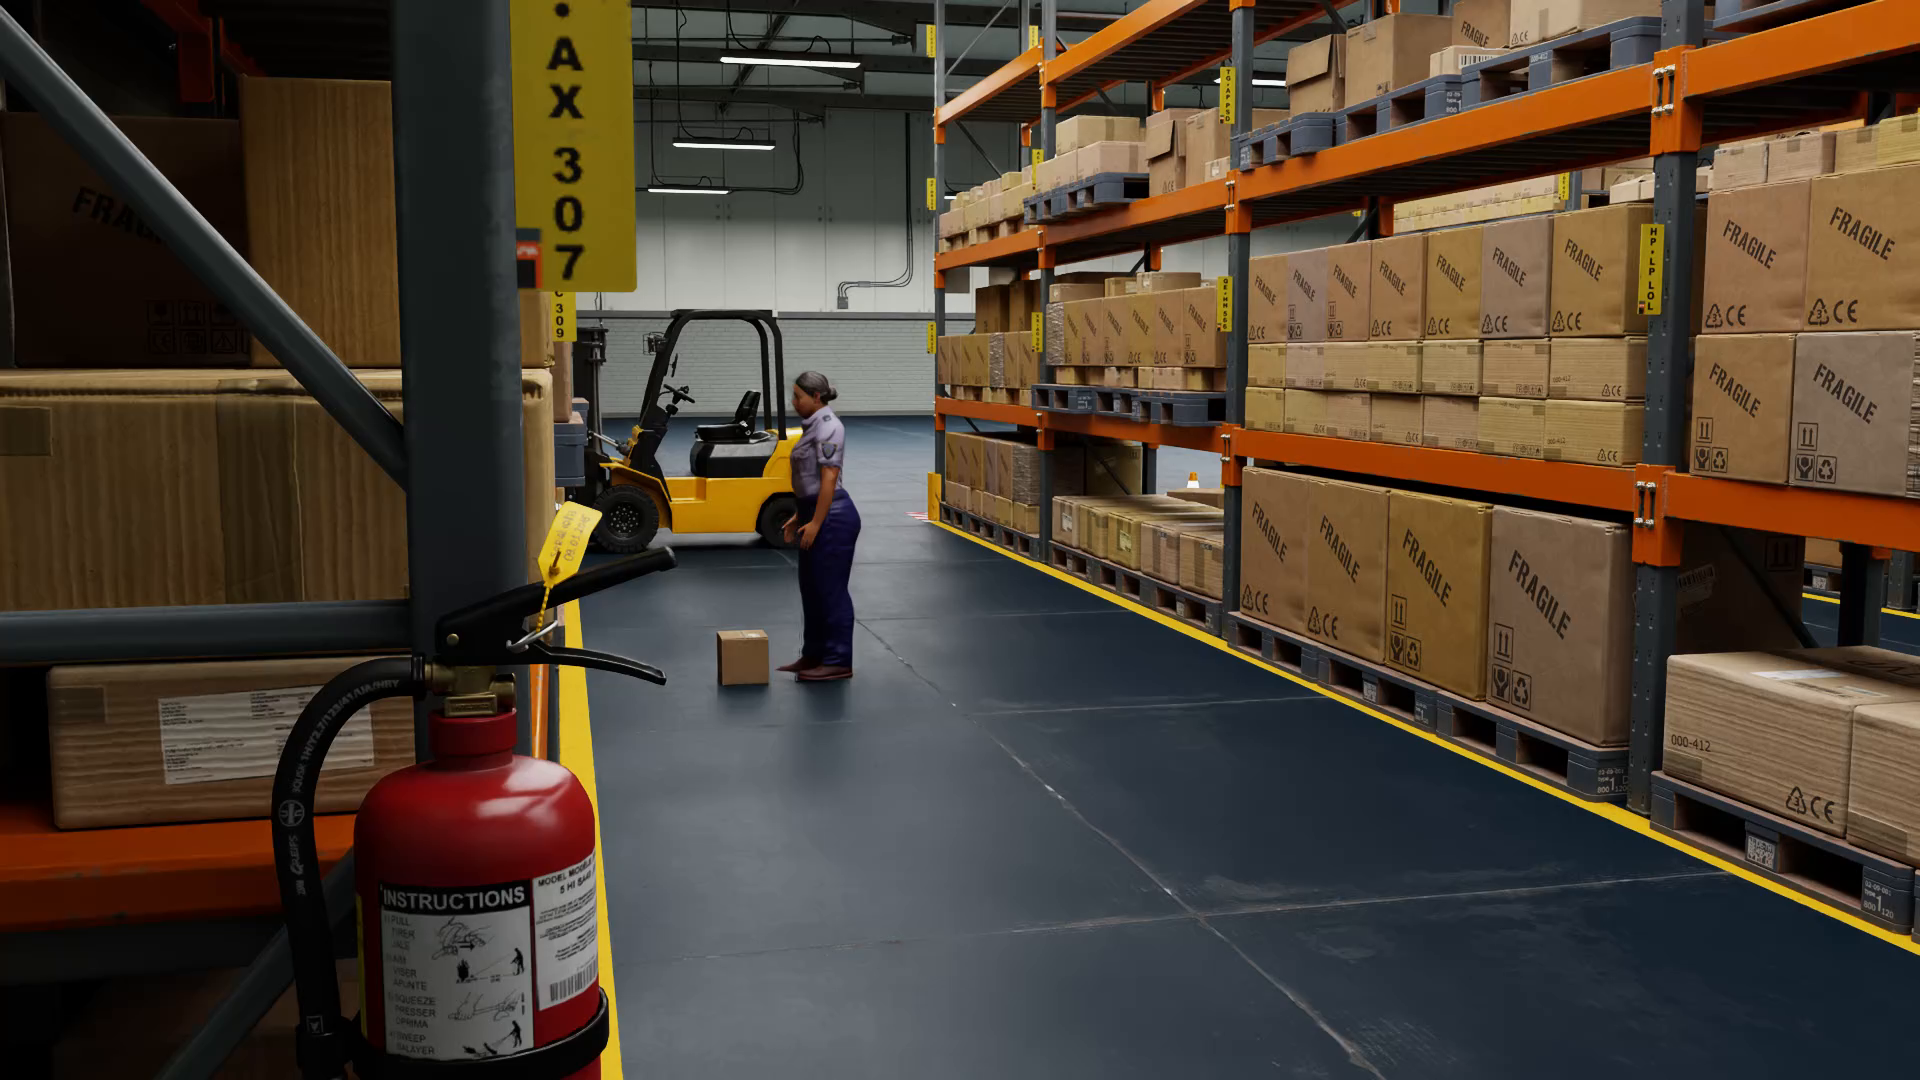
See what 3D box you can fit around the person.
[{"bbox_3d":[-0.759,-0.072,8.971,0.411,1.676,0.527,-2,6,-14],"label":"person"}]
